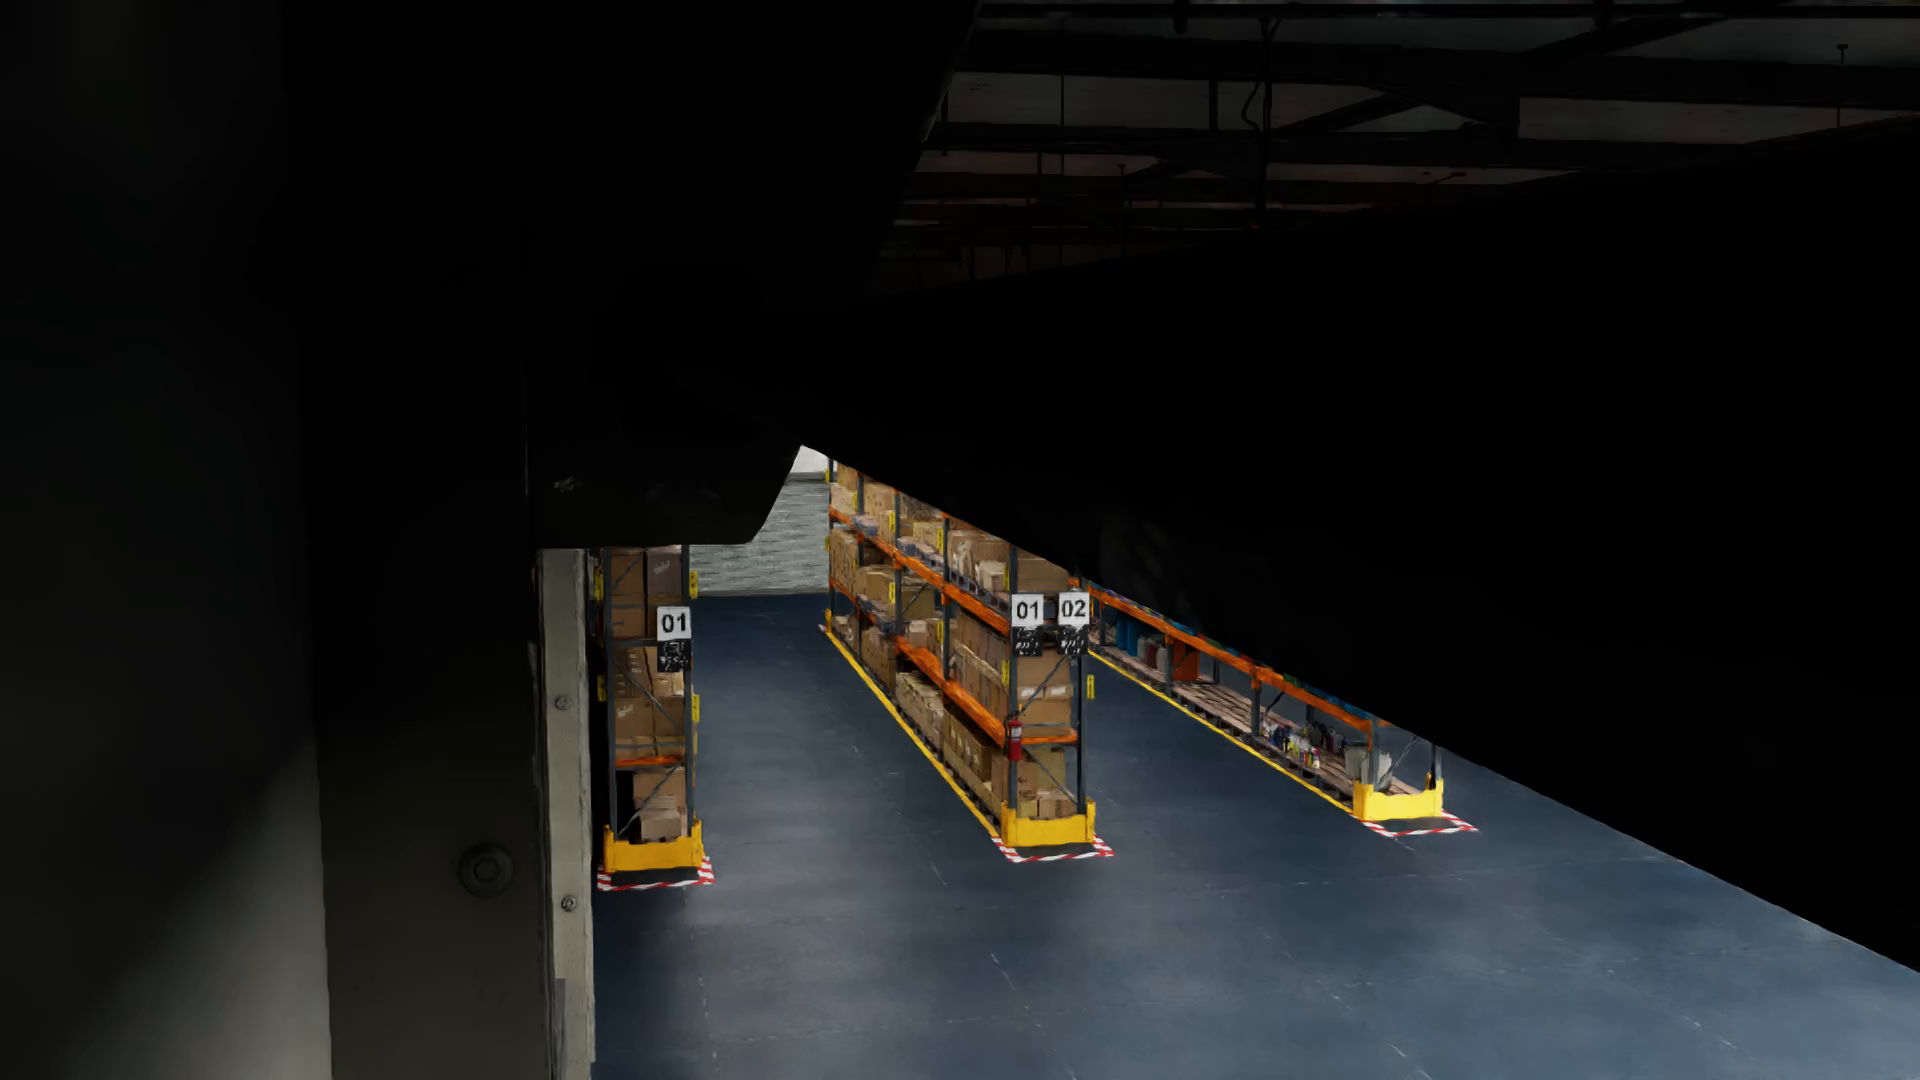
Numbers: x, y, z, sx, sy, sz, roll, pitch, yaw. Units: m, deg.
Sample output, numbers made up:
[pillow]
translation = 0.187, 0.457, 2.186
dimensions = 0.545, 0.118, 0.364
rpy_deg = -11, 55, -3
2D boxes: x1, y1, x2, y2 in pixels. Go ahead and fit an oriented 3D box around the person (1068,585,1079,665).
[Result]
[person]
translation = 2.165, 1.661, 32.620
dimensions = 0.639, 1.632, 0.512
rpy_deg = -2, 7, -14
